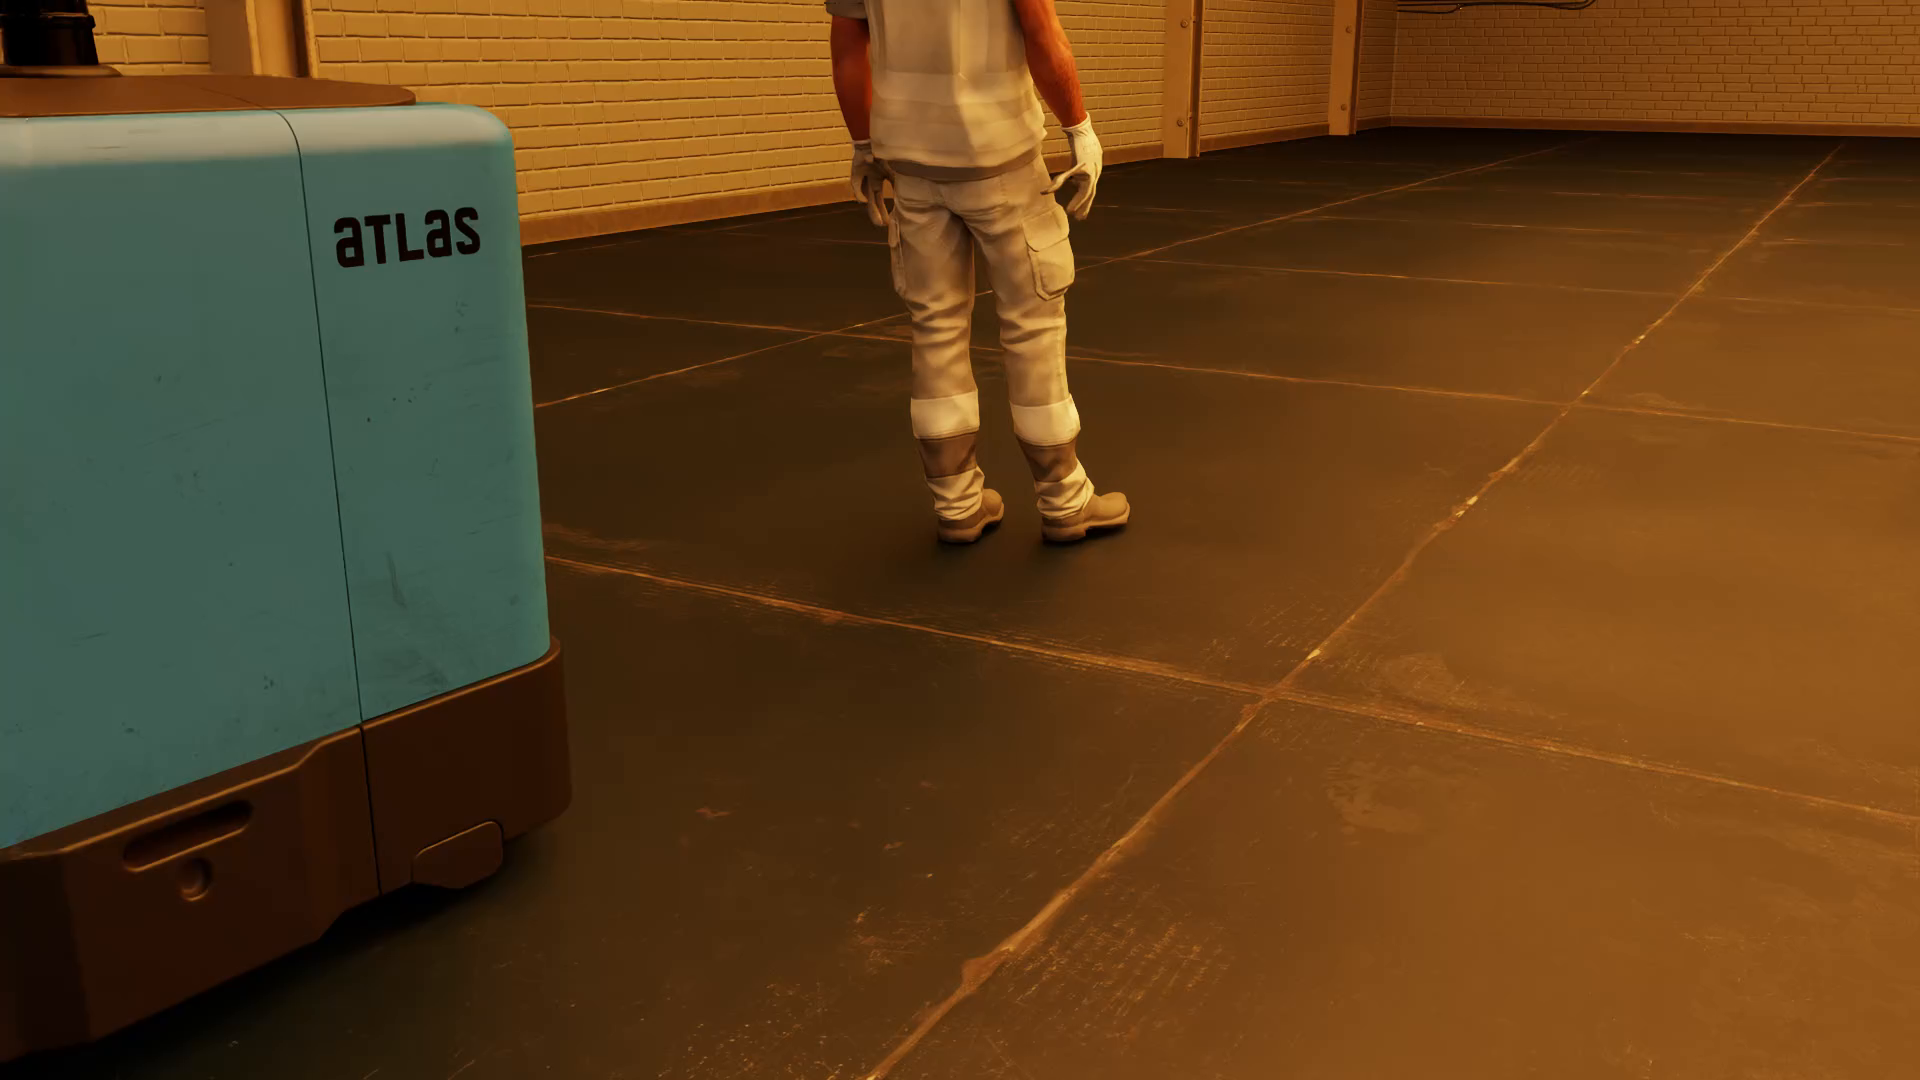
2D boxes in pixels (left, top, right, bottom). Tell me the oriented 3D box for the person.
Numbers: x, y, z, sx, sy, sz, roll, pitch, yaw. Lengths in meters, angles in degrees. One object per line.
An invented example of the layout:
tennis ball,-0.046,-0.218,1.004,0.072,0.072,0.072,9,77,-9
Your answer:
person,0.049,-0.883,3.848,0.638,1.789,0.562,9,19,28

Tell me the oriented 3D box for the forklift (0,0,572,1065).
forklift,-1.869,-0.702,1.235,1.130,2.935,3.031,12,20,36
